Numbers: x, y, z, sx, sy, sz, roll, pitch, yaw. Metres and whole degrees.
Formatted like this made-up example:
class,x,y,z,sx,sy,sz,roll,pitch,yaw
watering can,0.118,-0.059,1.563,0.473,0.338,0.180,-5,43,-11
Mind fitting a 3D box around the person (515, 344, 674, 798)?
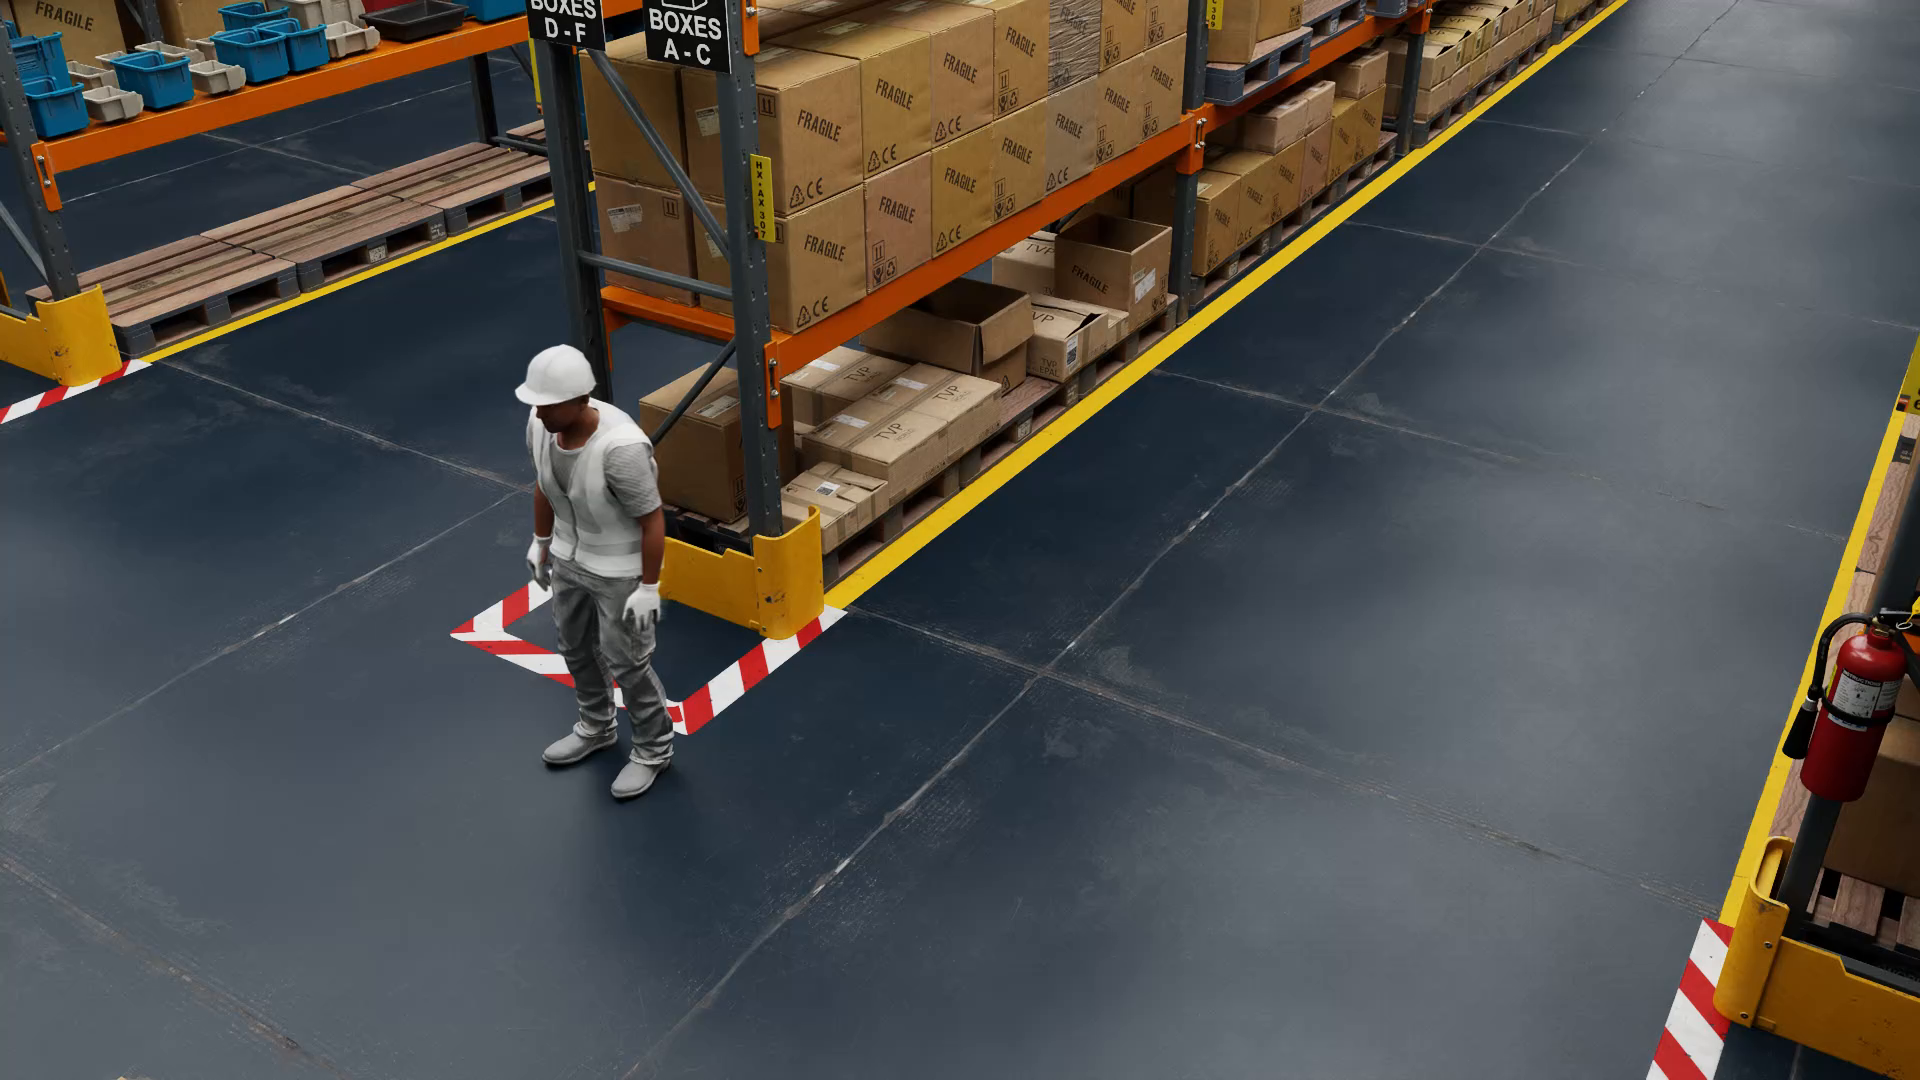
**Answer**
class,x,y,z,sx,sy,sz,roll,pitch,yaw
person,-1.300,0.104,5.941,0.620,1.774,0.453,20,36,31
